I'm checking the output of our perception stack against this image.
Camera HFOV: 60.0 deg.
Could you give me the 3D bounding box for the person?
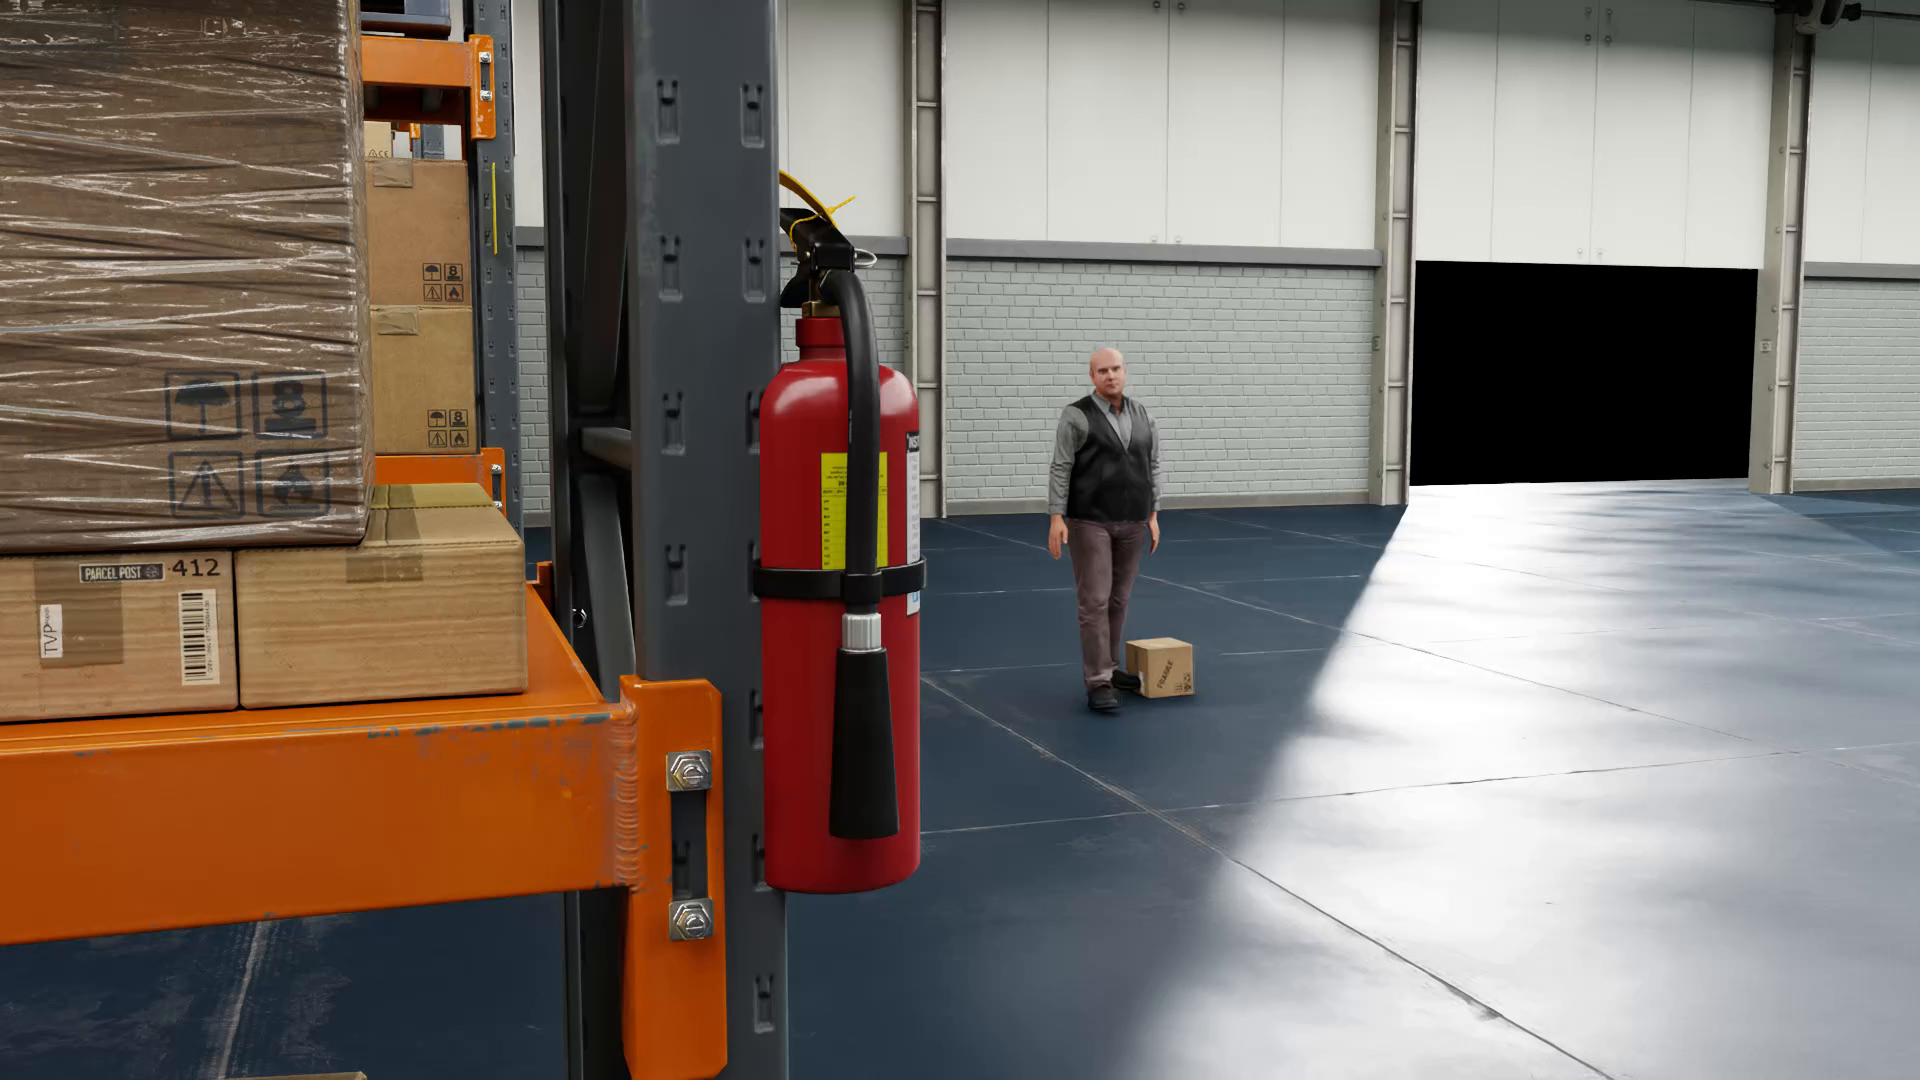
[{"bbox_3d":[0.721,-0.064,8.038,0.613,1.723,0.629,-3,6,-28],"label":"person"}]
